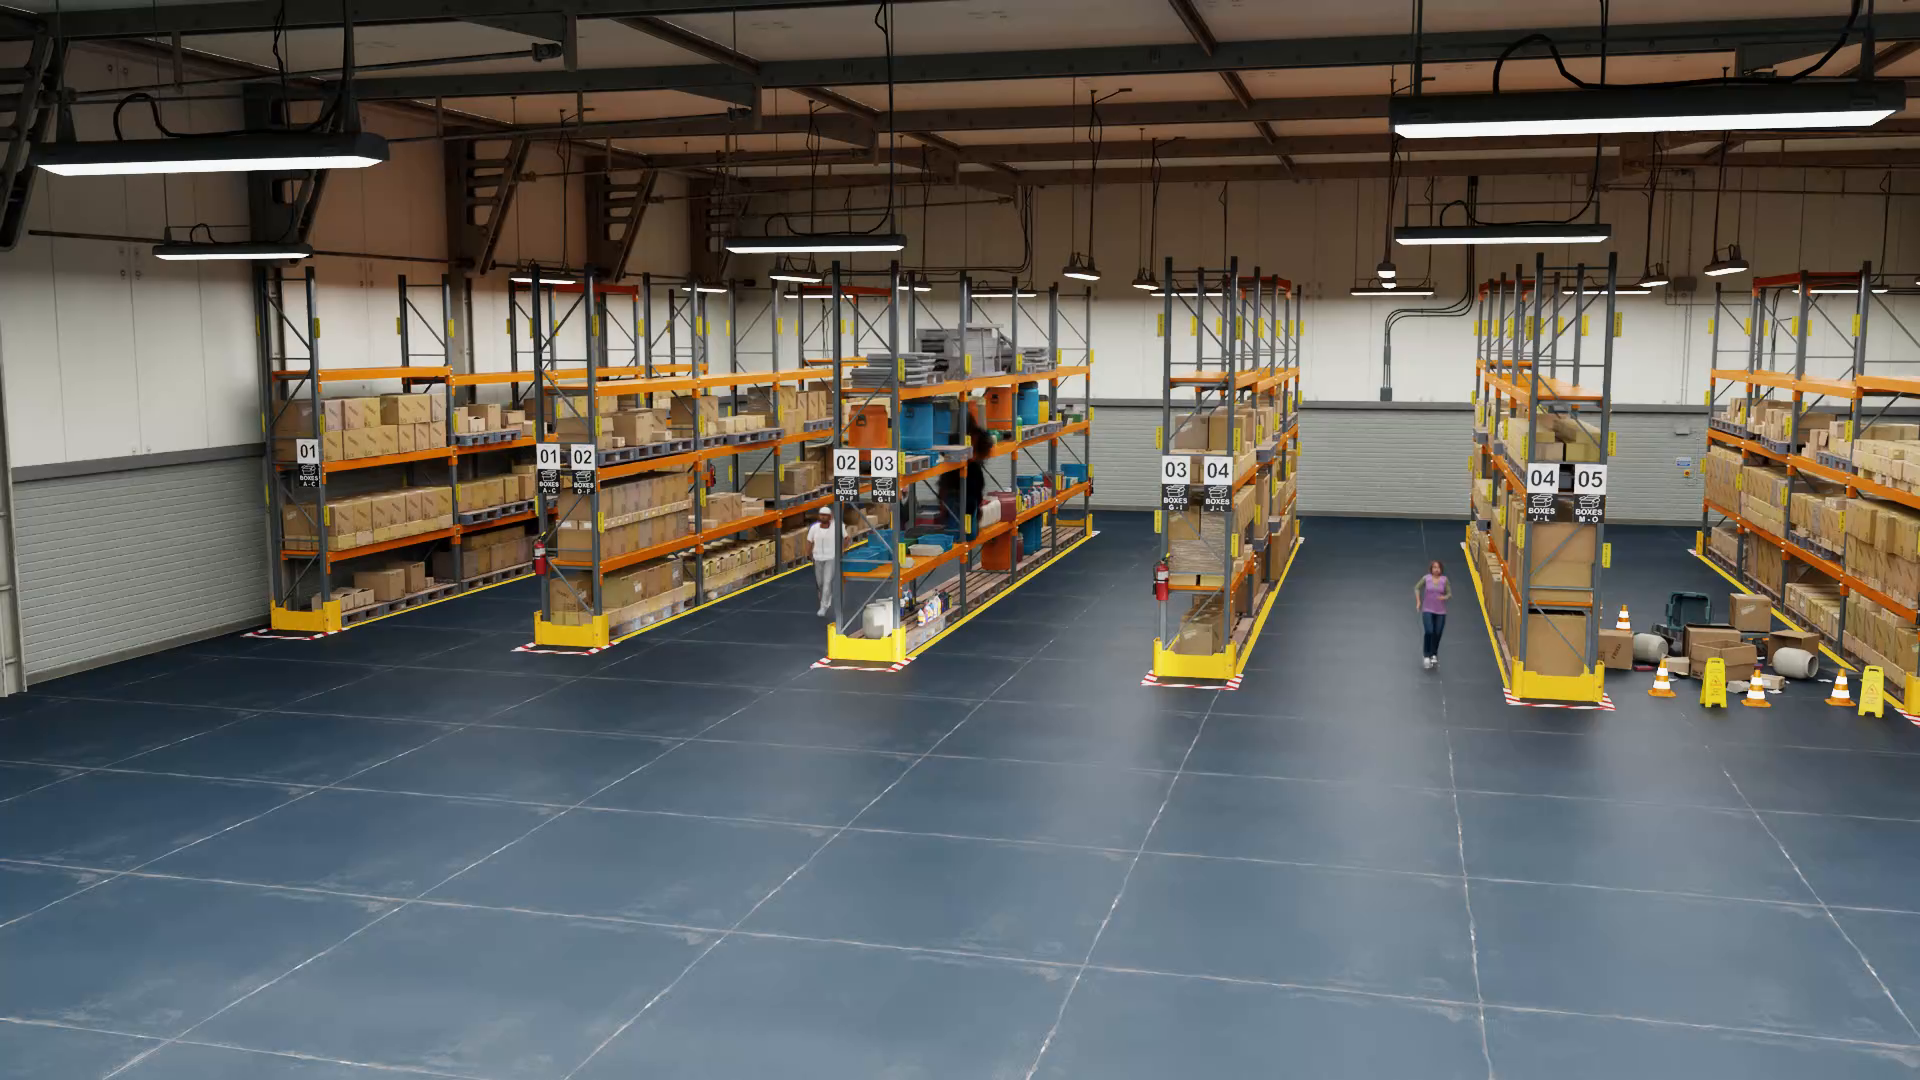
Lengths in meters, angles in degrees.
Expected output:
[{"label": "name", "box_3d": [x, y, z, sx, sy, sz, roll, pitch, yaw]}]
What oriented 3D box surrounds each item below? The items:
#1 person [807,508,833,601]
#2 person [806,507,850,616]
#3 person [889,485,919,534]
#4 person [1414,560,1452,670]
[{"label": "person", "box_3d": [-2.359, 0.260, 28.822, 0.579, 1.650, 0.685, -1, 7, -4]}, {"label": "person", "box_3d": [-2.244, 0.336, 27.773, 0.707, 1.779, 0.813, 2, 7, 12]}, {"label": "person", "box_3d": [-1.207, -0.406, 35.958, 0.645, 1.712, 0.927, 0, 7, 0]}, {"label": "person", "box_3d": [7.000, 1.098, 24.592, 0.503, 1.617, 0.682, 1, 7, 6]}]
